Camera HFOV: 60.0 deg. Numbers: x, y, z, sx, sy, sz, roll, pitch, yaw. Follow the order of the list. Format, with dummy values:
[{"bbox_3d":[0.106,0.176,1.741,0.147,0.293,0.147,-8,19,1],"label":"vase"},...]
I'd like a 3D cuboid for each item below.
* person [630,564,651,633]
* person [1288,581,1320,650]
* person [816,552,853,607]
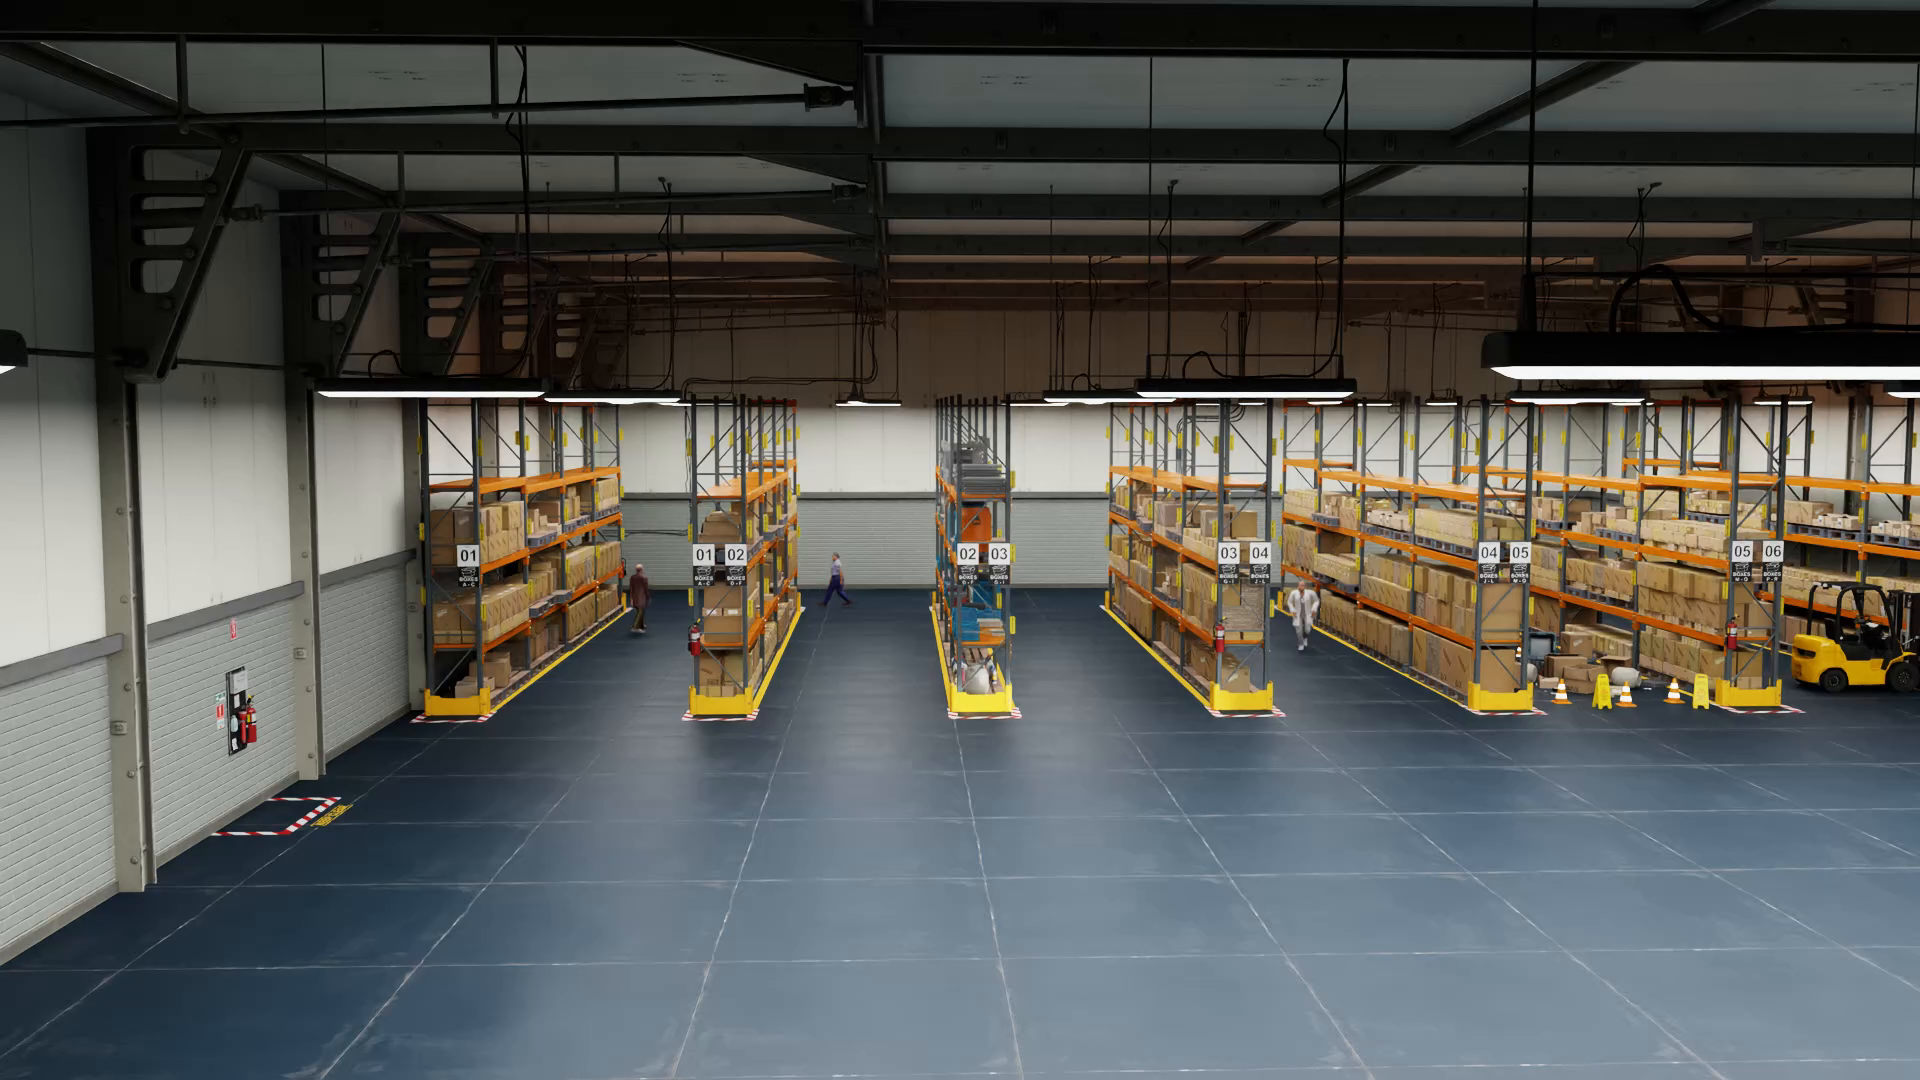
[{"bbox_3d":[-8.181,1.496,42.492,0.627,1.764,0.875,3,6,35],"label":"person"},{"bbox_3d":[8.151,1.785,39.476,0.751,1.685,0.630,0,5,6],"label":"person"},{"bbox_3d":[-3.642,1.138,48.230,1.058,1.569,0.460,0,5,-4],"label":"person"}]
